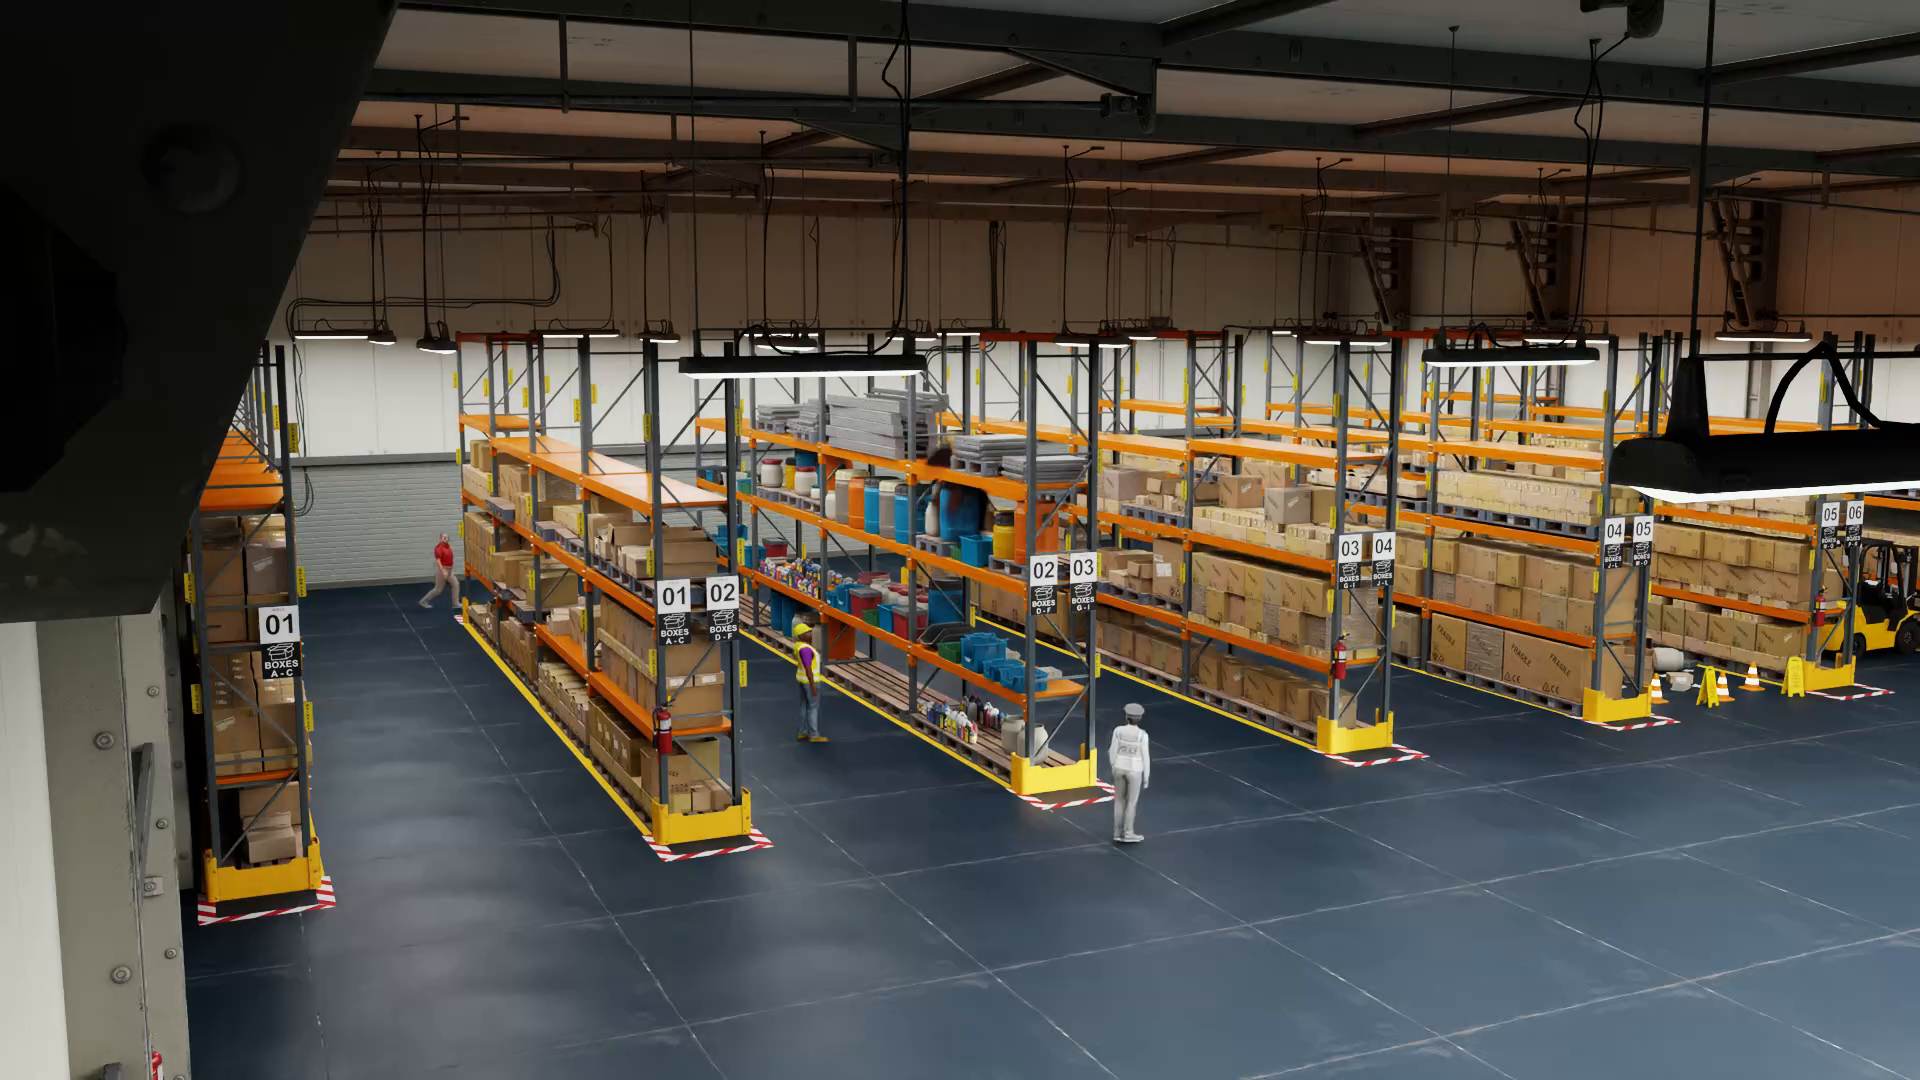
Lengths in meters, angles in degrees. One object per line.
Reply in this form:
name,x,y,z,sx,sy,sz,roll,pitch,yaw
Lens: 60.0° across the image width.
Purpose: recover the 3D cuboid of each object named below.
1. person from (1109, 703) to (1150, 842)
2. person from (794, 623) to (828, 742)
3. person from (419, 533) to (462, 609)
person,2.041,2.808,20.043,0.522,1.694,0.335,5,9,30
person,-2.238,2.119,24.776,0.461,1.779,0.637,-4,9,-29
person,-11.147,0.675,35.805,0.987,1.671,0.633,0,8,-4
